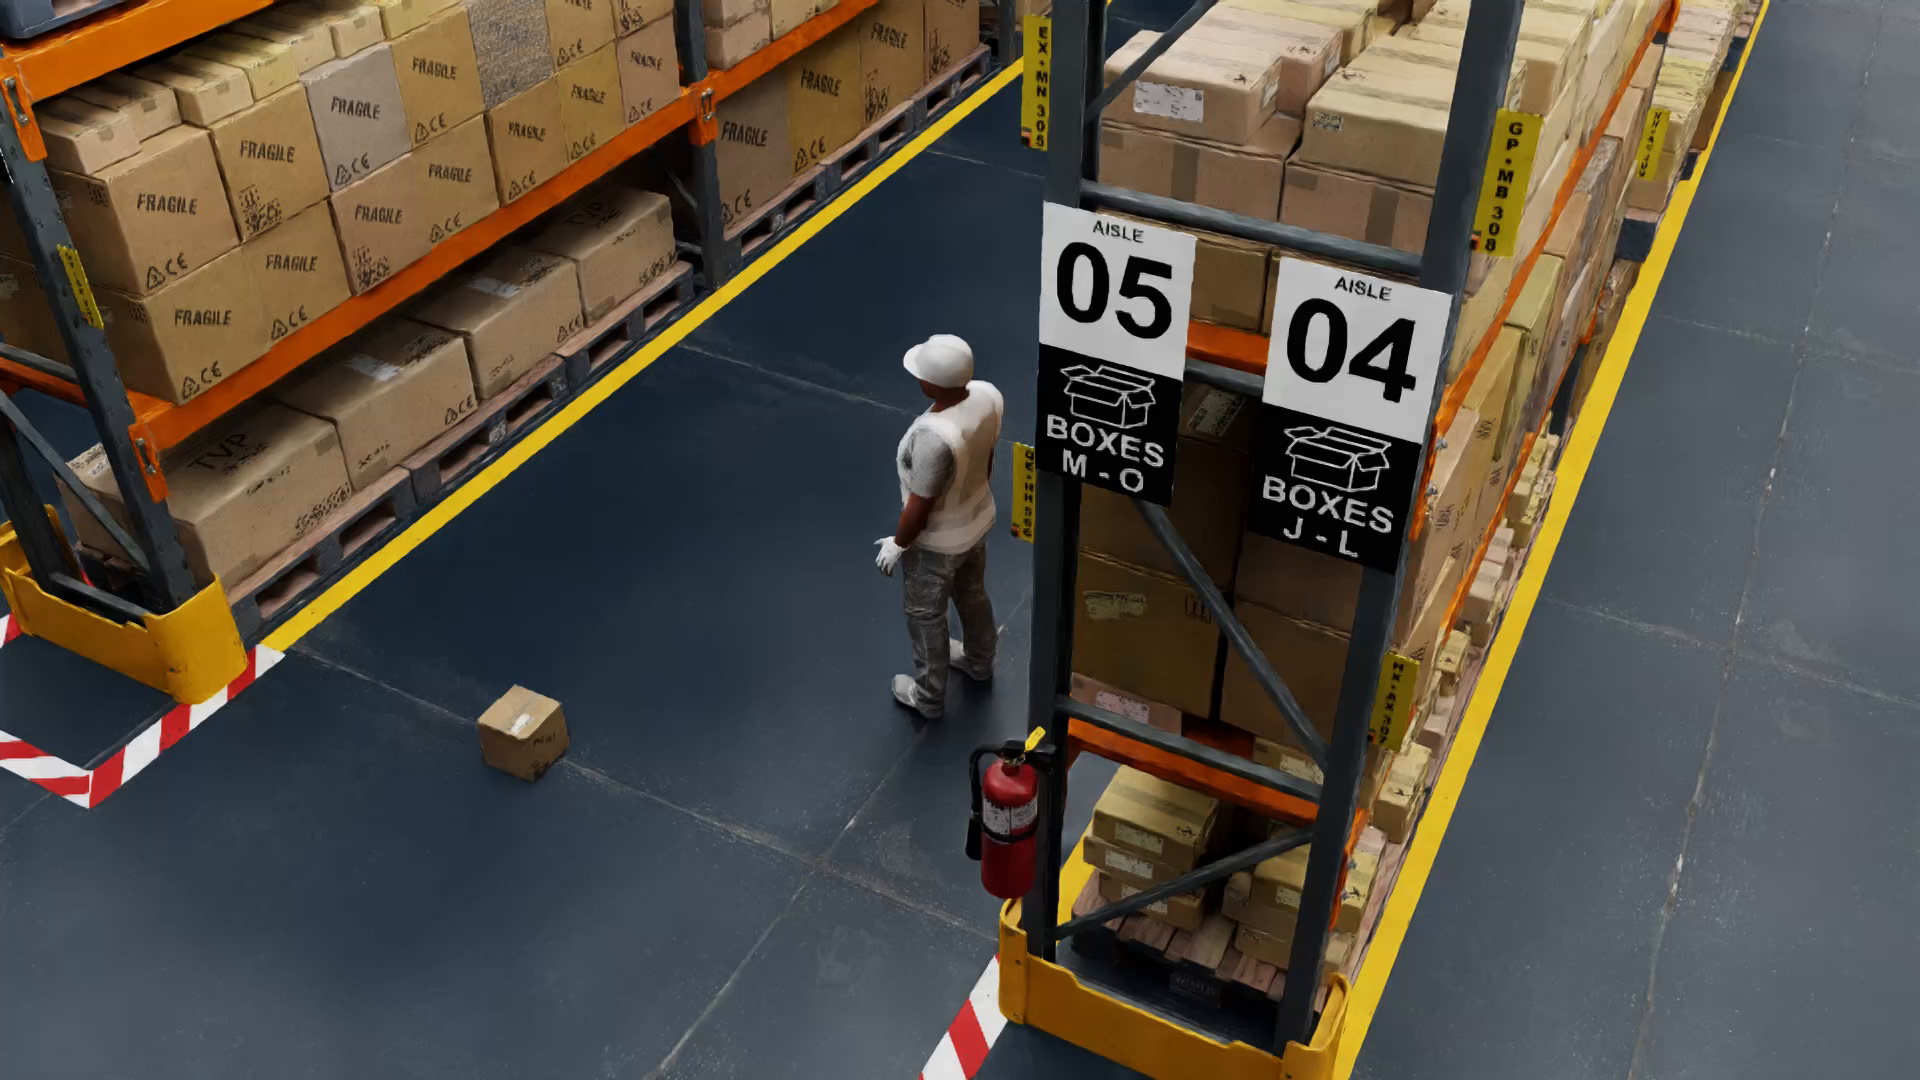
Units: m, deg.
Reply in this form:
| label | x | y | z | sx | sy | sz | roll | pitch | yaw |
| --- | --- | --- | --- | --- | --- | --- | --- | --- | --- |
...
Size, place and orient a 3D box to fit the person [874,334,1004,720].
| label | x | y | z | sx | sy | sz | roll | pitch | yaw |
| --- | --- | --- | --- | --- | --- | --- | --- | --- | --- |
| person | -0.074 | -0.057 | 6.768 | 0.401 | 1.790 | 0.596 | 19 | 42 | 23 |
